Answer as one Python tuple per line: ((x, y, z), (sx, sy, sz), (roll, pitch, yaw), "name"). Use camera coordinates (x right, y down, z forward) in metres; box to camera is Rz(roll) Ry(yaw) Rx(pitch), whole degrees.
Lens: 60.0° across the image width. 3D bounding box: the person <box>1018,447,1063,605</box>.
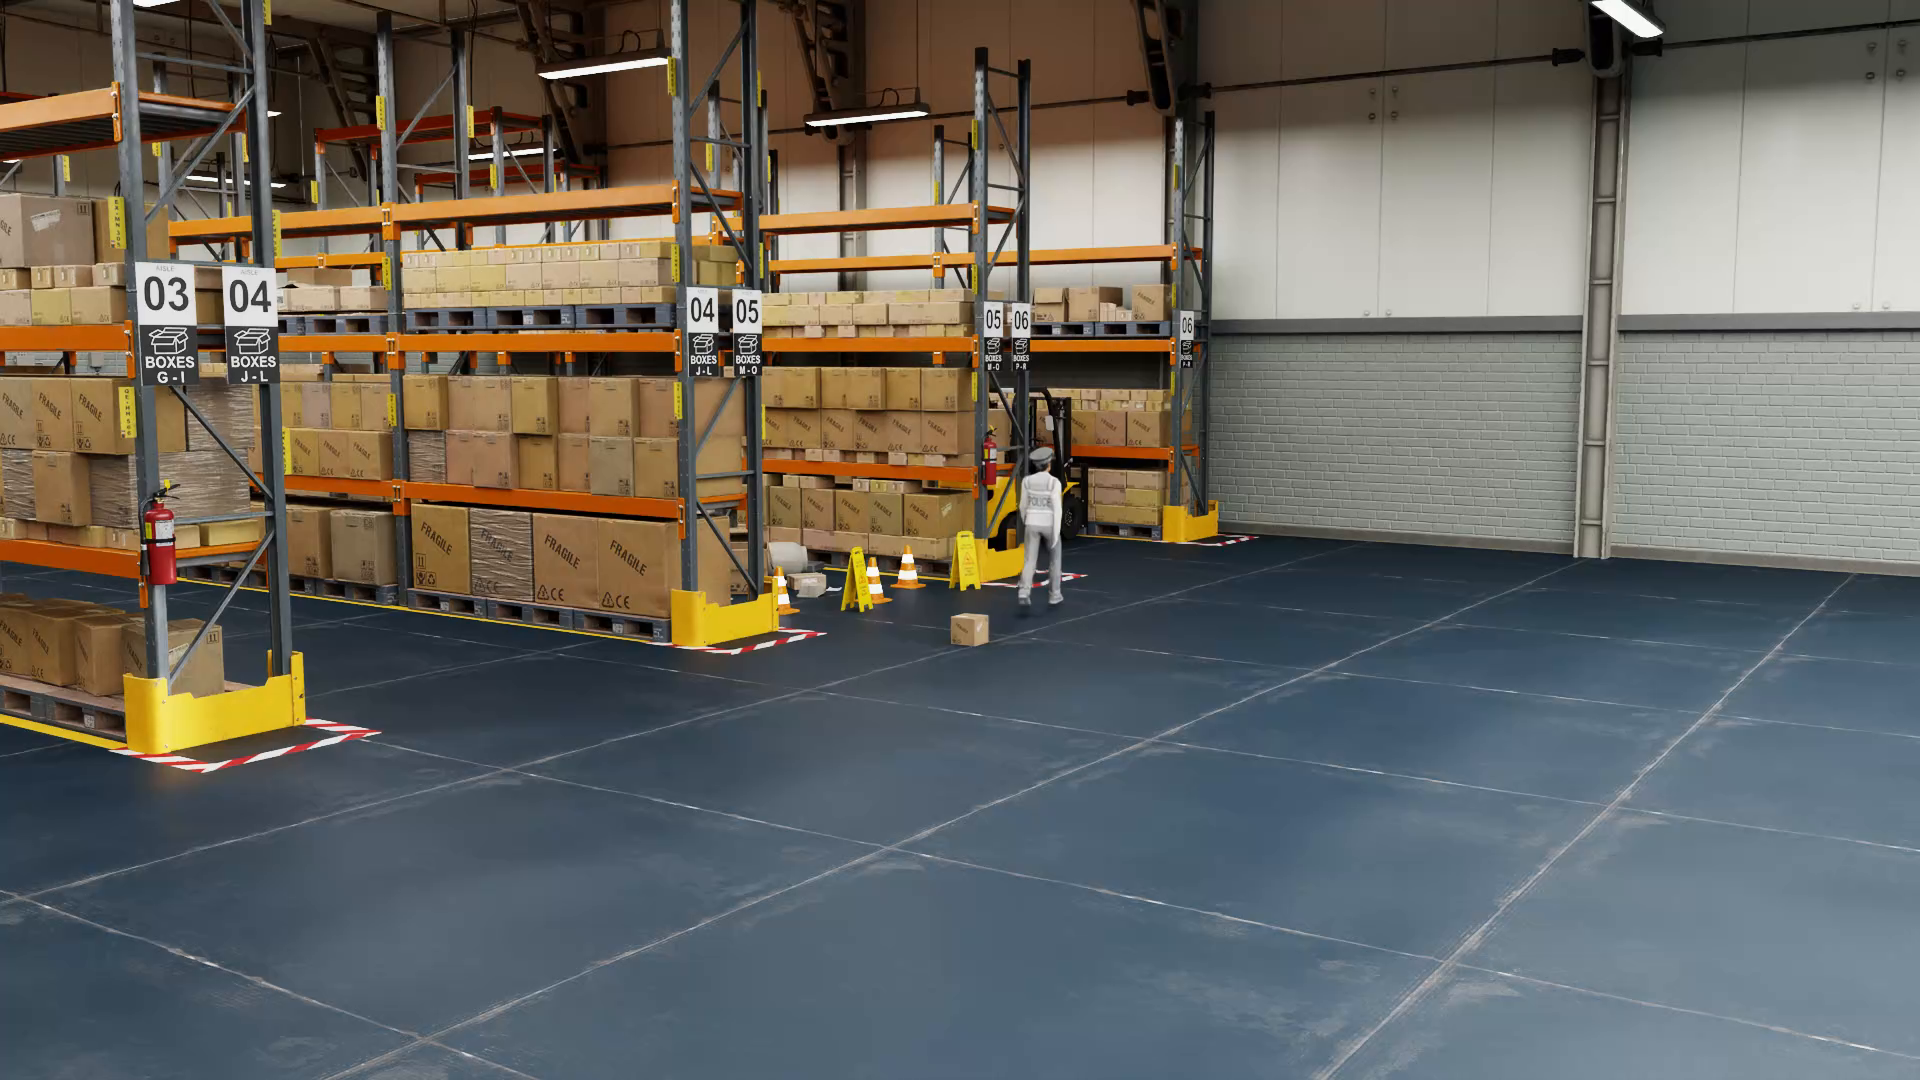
((0.826, -0.132, 16.985), (0.480, 1.640, 0.987), (2, 7, 17), "person")
